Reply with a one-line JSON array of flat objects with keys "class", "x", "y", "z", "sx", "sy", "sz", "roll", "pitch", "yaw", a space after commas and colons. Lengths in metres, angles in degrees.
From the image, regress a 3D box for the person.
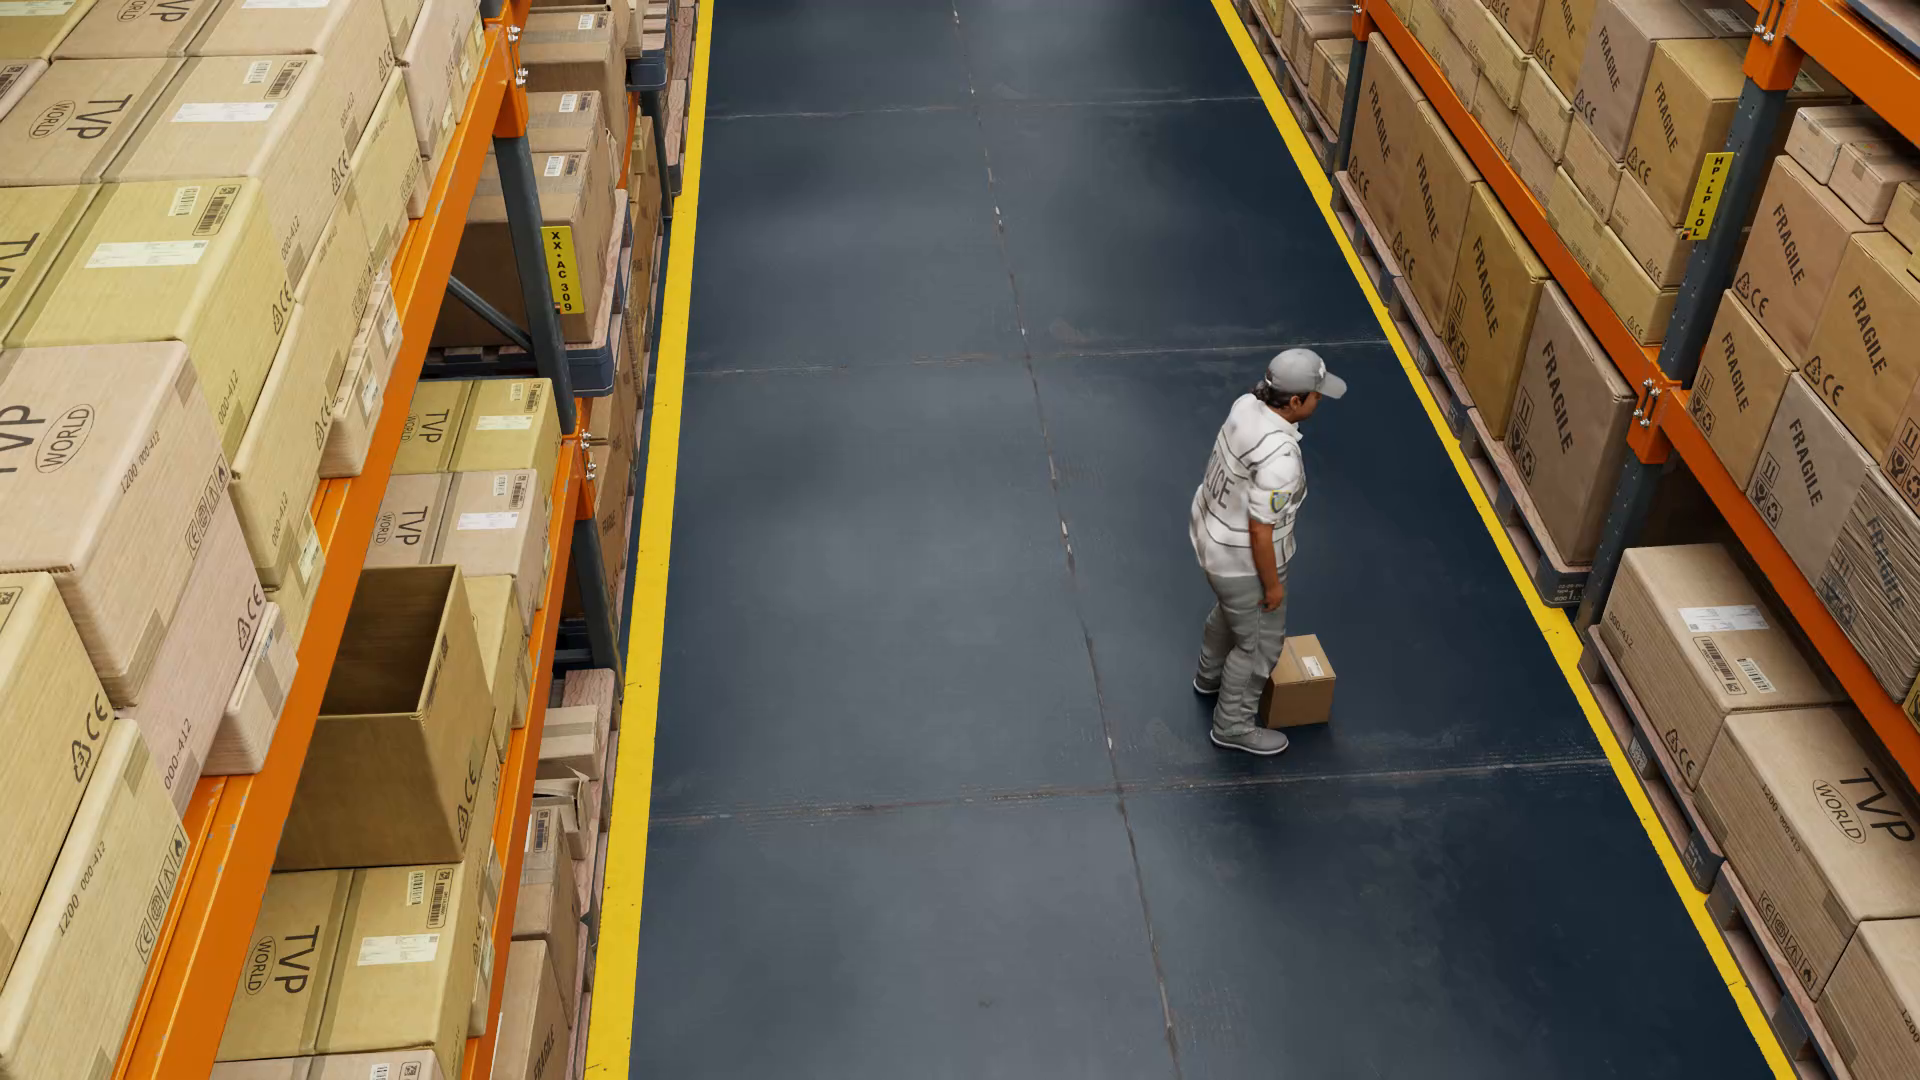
[{"class": "person", "x": 1.091, "y": 0.032, "z": 6.111, "sx": 0.469, "sy": 1.665, "sz": 0.537, "roll": -3, "pitch": 39, "yaw": -4}]
